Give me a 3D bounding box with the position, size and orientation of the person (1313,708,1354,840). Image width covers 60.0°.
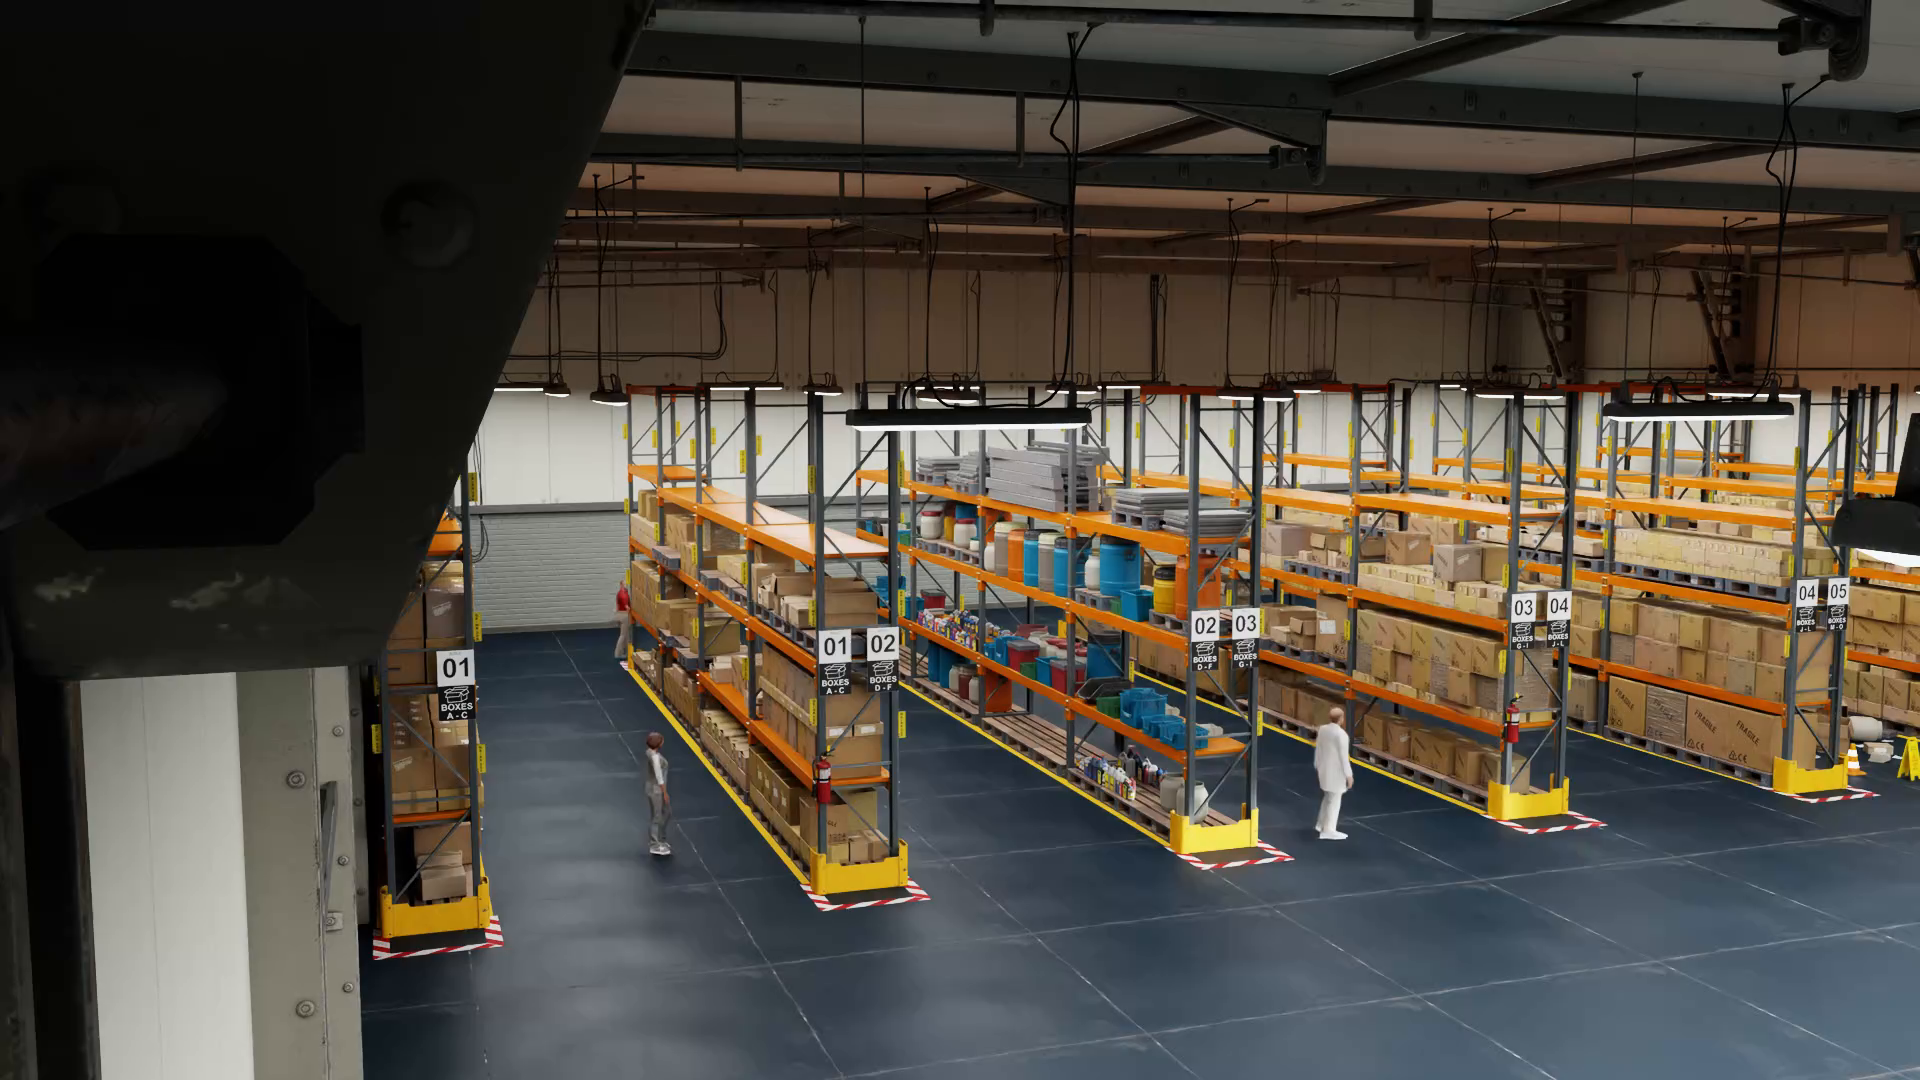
[{"bbox_3d":[5.063,3.163,22.420,0.436,1.817,0.705,-2,6,-21],"label":"person"}]

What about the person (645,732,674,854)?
[{"bbox_3d":[-3.935,3.316,21.710,0.358,1.646,0.432,0,6,-5],"label":"person"}]

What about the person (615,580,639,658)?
[{"bbox_3d":[-7.270,1.735,36.297,0.654,1.749,0.728,5,8,42],"label":"person"}]

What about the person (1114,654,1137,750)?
[{"bbox_3d":[2.779,2.676,27.698,0.389,1.702,0.516,-4,7,-32],"label":"person"}]
